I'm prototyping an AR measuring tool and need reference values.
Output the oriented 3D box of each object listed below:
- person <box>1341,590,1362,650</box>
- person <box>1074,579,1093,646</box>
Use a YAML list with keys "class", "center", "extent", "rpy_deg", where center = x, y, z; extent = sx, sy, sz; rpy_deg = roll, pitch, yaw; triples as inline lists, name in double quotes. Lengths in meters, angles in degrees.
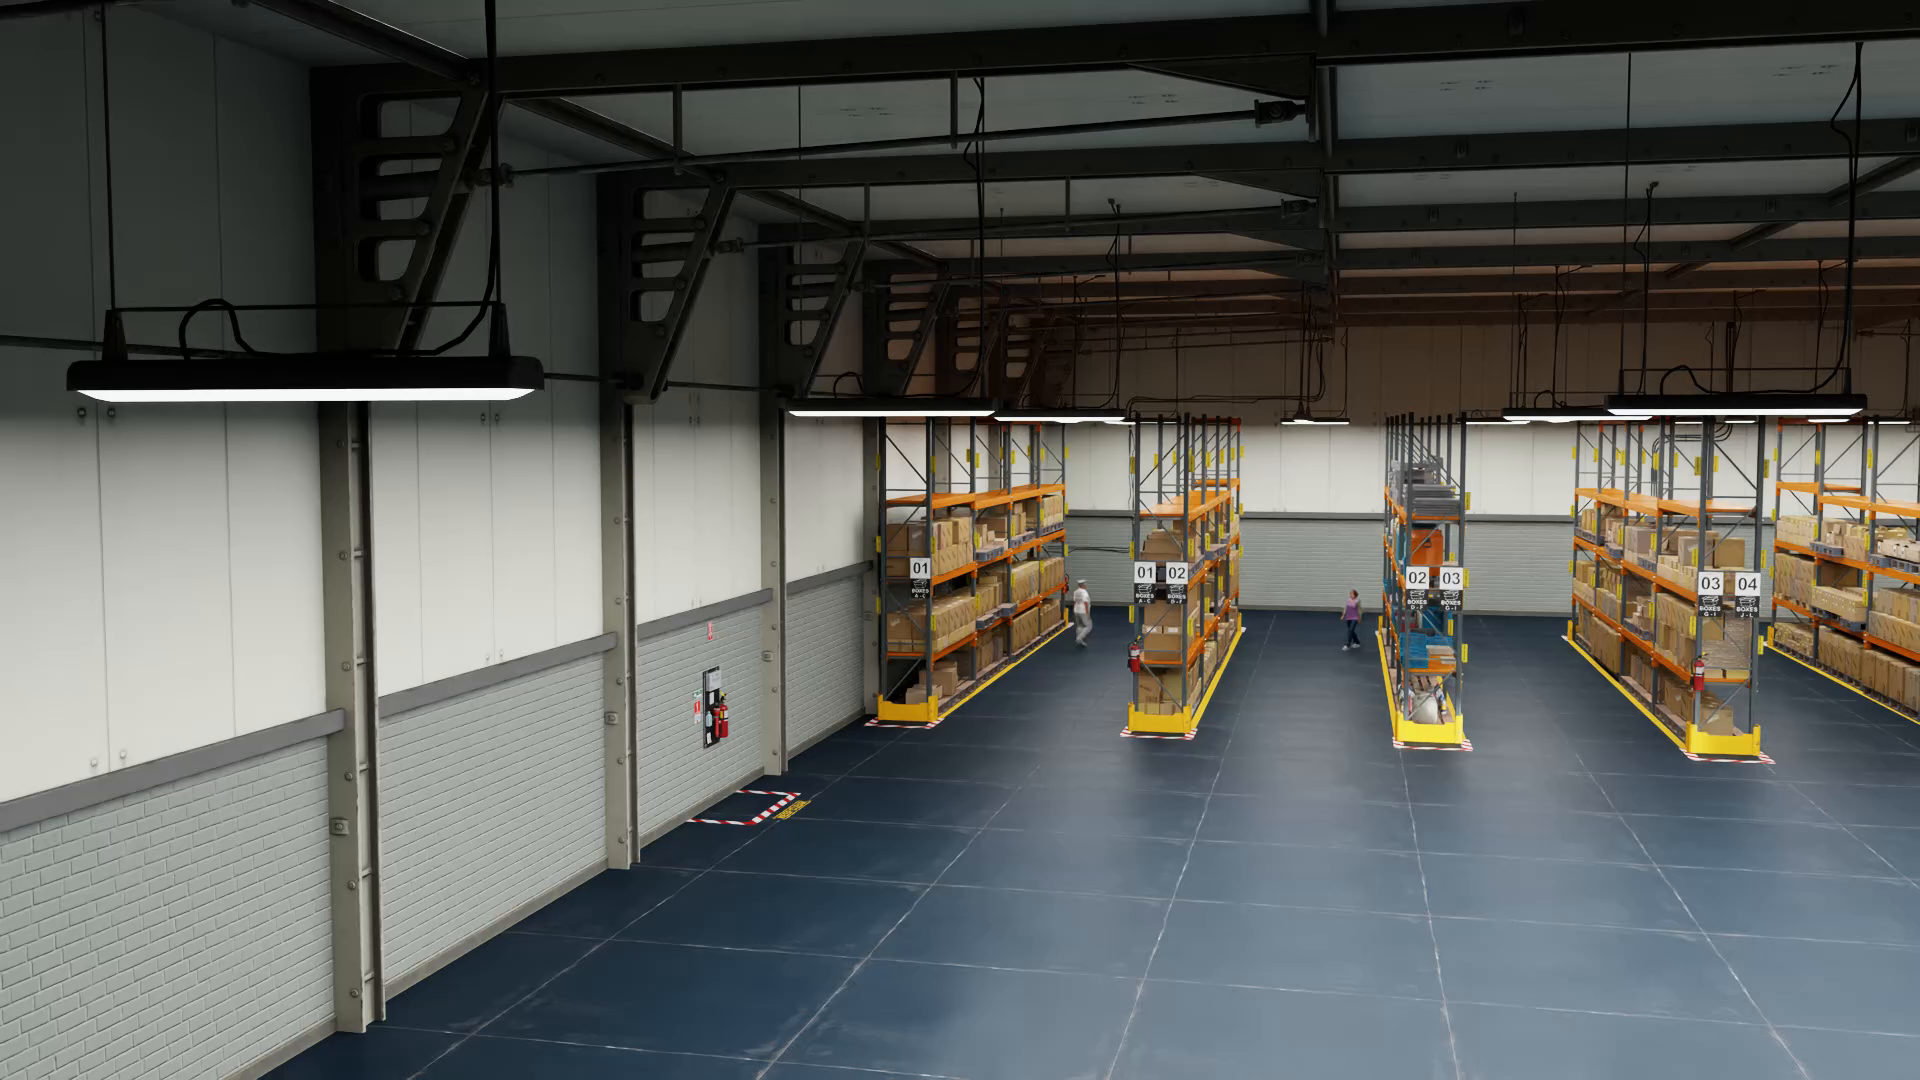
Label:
- class: "person"
  center: [10.045, 2.036, 42.679]
  extent: [0.943, 1.533, 0.435]
  rpy_deg: [-4, 5, -44]
- class: "person"
  center: [3.155, 1.901, 43.352]
  extent: [0.484, 1.769, 0.564]
  rpy_deg: [-2, 5, -31]
